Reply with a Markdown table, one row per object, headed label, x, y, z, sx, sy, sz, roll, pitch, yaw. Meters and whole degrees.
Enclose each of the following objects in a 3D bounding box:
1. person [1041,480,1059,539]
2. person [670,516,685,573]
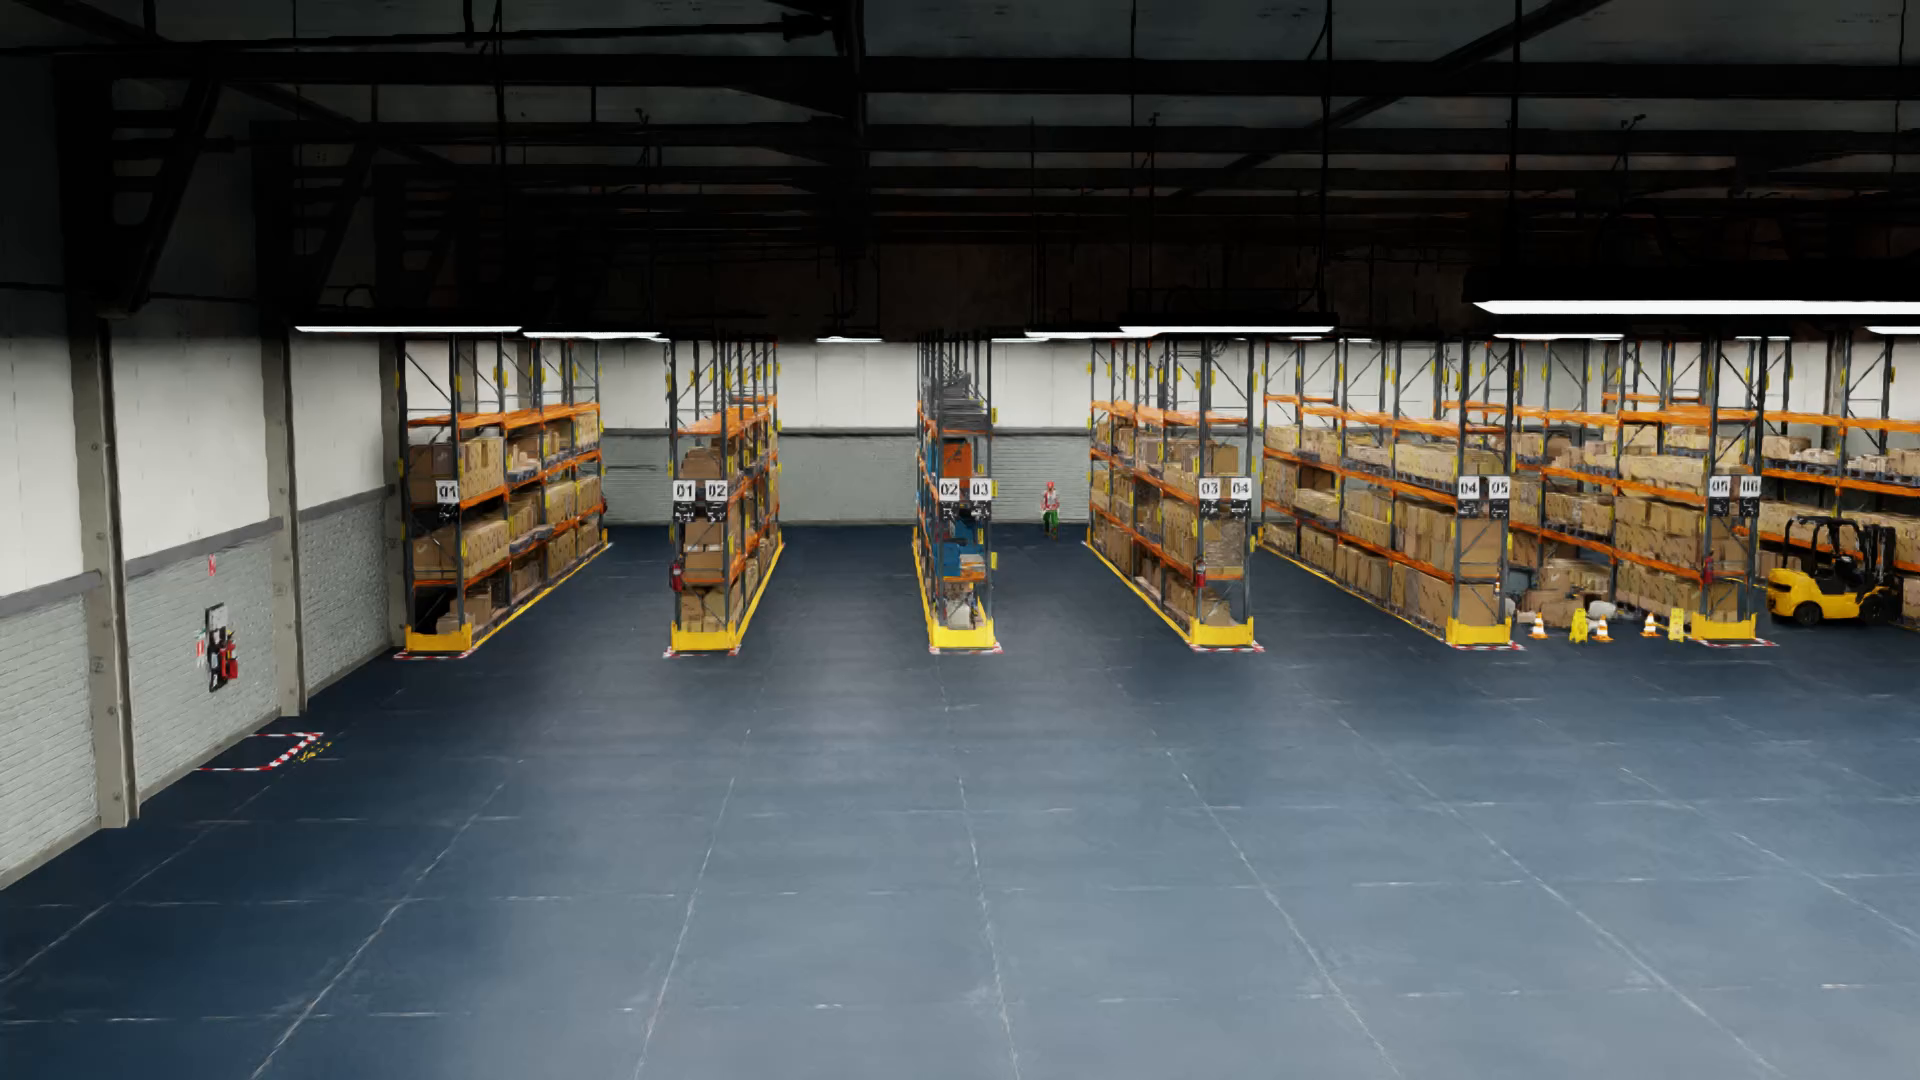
| label | x | y | z | sx | sy | sz | roll | pitch | yaw |
| --- | --- | --- | --- | --- | --- | --- | --- | --- | --- |
| person | 2.653 | -0.905 | 48.925 | 0.553 | 1.709 | 1.123 | 0 | 7 | -1 |
| person | -7.015 | -0.029 | 41.453 | 0.576 | 1.718 | 0.626 | 4 | 8 | 29 |
